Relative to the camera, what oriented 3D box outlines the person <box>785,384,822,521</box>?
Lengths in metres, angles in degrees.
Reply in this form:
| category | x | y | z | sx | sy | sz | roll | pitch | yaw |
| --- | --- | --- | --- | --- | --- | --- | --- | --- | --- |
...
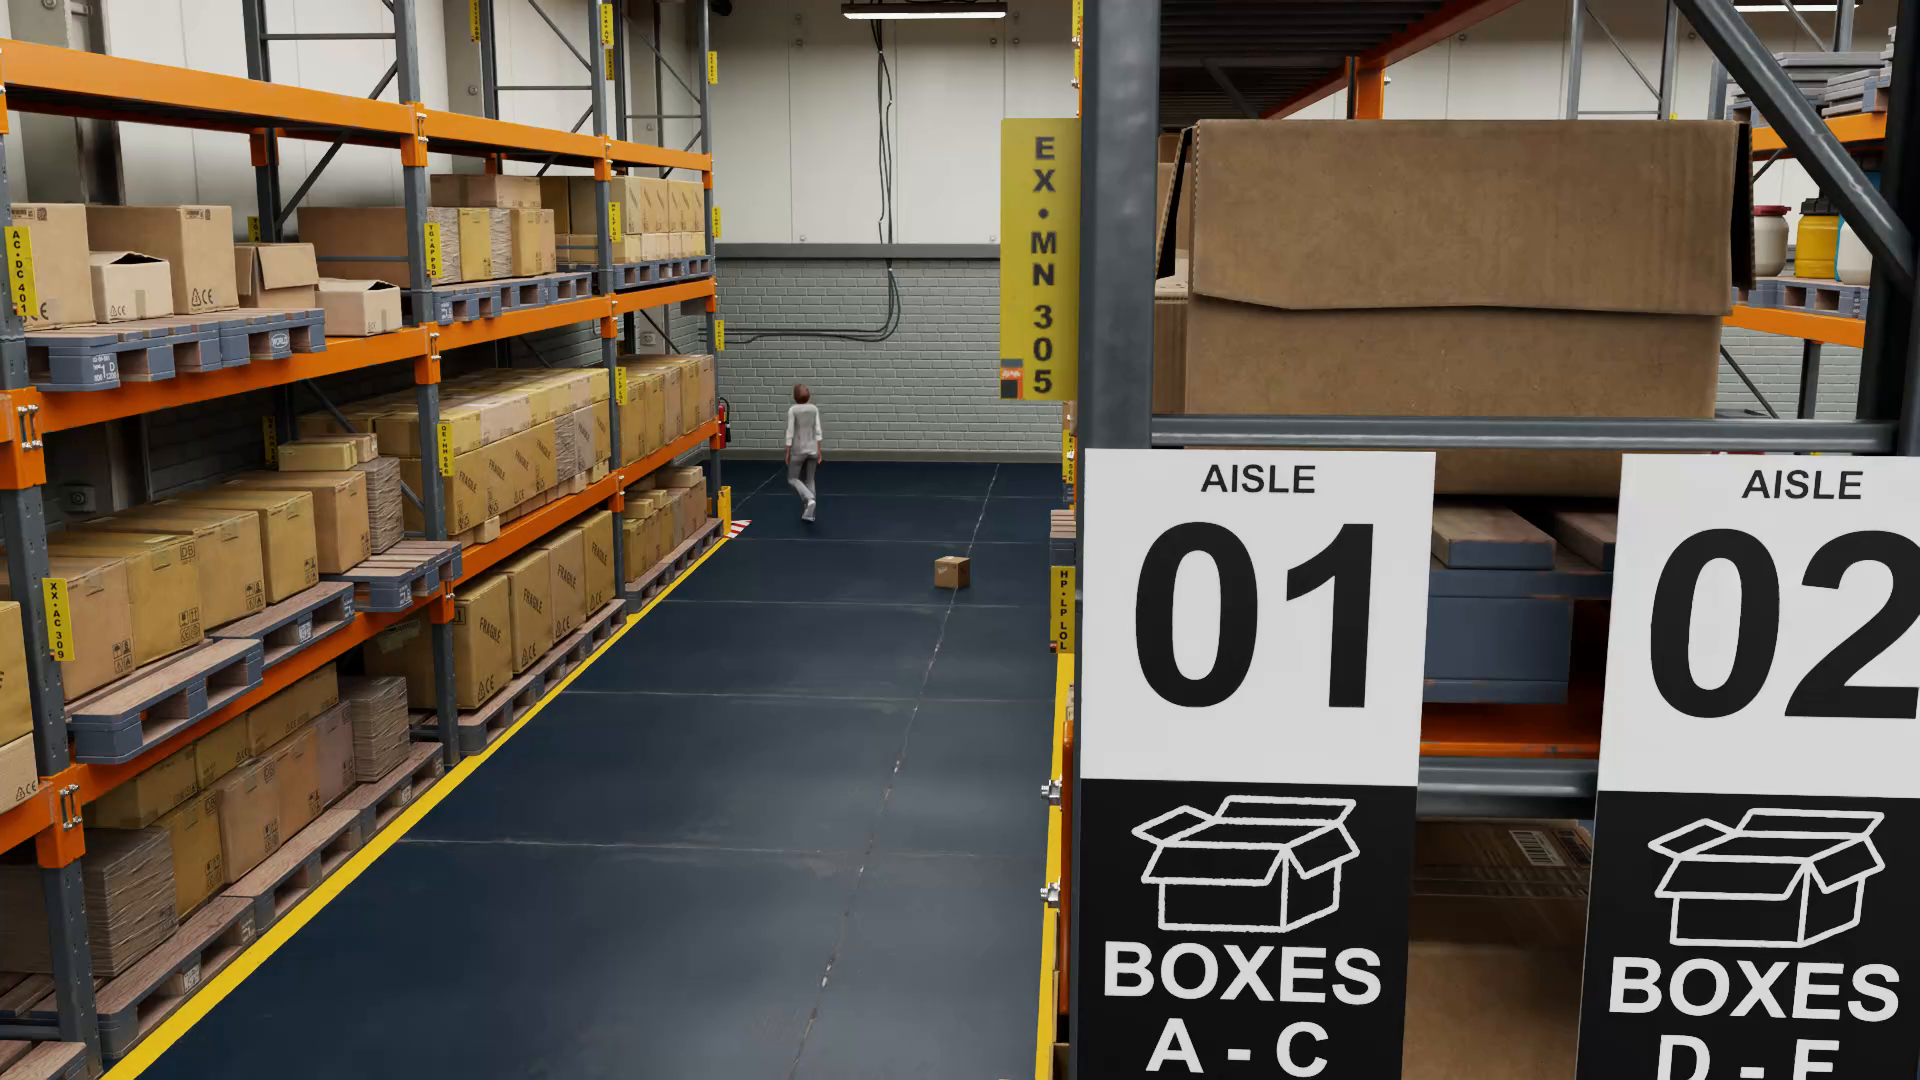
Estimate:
| category | x | y | z | sx | sy | sz | roll | pitch | yaw |
| --- | --- | --- | --- | --- | --- | --- | --- | --- | --- |
| person | -1.764 | -0.980 | 18.910 | 0.439 | 1.588 | 0.545 | -6 | 13 | -29 |
